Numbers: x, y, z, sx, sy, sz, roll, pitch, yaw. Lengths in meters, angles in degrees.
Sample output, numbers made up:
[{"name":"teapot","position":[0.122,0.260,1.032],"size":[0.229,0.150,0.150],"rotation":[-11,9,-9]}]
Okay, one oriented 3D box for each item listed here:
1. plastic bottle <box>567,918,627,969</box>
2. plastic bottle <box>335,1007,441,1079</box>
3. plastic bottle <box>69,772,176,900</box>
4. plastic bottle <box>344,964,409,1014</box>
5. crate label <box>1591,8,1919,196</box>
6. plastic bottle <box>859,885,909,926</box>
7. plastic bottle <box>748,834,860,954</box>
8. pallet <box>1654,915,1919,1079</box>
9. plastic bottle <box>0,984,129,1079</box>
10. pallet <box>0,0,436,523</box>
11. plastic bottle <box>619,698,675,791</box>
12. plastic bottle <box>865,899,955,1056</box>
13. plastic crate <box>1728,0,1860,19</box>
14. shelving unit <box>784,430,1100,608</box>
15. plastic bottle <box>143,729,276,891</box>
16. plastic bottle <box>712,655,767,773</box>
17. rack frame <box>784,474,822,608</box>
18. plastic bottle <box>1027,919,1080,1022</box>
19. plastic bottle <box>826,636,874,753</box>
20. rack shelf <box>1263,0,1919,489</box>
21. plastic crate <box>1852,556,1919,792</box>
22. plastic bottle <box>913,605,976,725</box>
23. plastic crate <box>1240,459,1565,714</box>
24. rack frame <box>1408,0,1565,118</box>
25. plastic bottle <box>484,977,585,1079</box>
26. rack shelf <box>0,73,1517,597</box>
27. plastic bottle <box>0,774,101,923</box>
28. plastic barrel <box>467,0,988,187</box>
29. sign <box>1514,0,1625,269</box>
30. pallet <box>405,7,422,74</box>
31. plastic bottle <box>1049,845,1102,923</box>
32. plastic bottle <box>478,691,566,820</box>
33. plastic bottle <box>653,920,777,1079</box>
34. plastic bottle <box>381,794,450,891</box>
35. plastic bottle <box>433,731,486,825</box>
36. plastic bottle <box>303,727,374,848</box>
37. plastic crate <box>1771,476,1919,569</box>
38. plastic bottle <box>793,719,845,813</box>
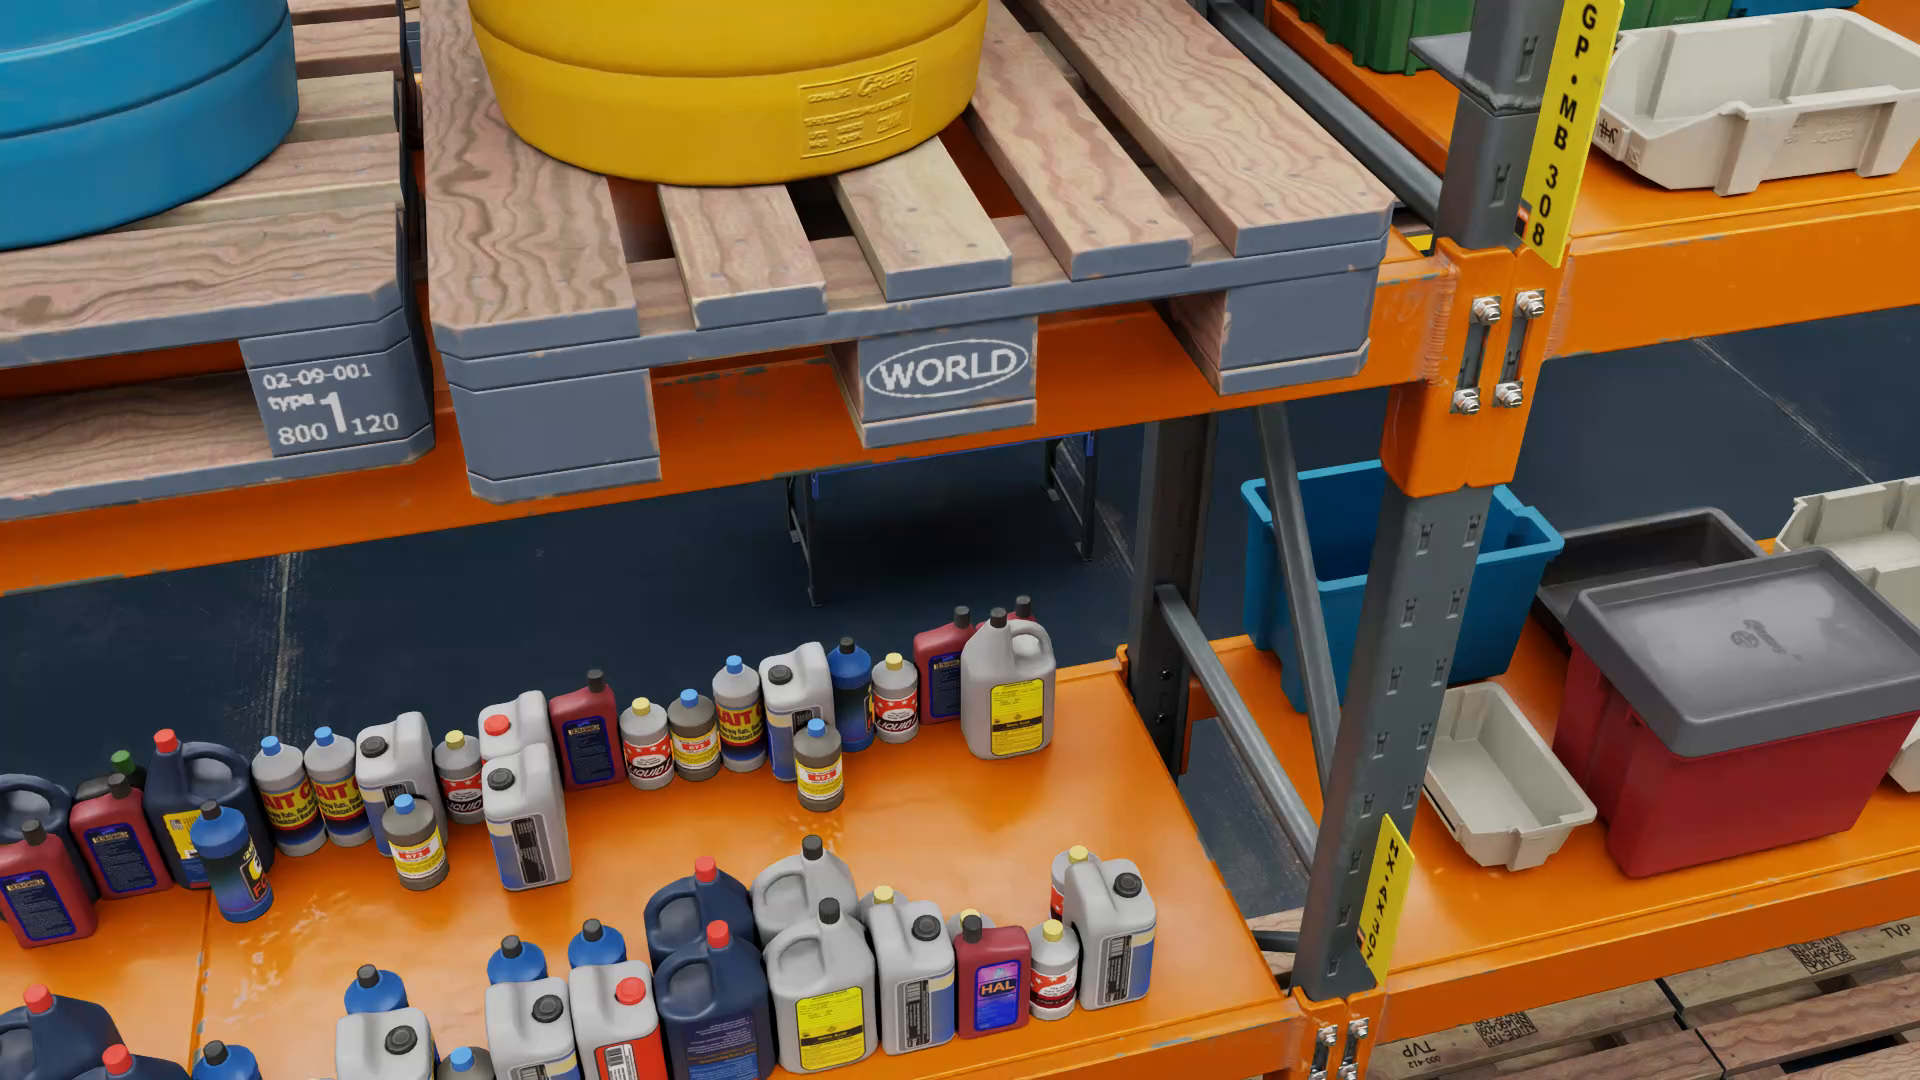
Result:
[{"name":"plastic bottle","position":[-0.623,0.760,2.894],"size":[0.097,0.271,0.097],"rotation":[0,37,0]},{"name":"plastic bottle","position":[-0.926,0.886,2.725],"size":[0.135,0.276,0.152],"rotation":[-9,38,-12]},{"name":"plastic bottle","position":[-1.592,0.559,3.147],"size":[0.133,0.283,0.061],"rotation":[-9,38,-12]},{"name":"plastic bottle","position":[-0.977,0.818,2.818],"size":[0.097,0.271,0.097],"rotation":[0,37,0]},{"name":"crate label","position":[1.111,-0.606,2.321],"size":[0.466,0.136,0.293],"rotation":[-9,38,-12]},{"name":"plastic bottle","position":[-0.136,0.707,3.020],"size":[0.097,0.201,0.097],"rotation":[0,37,0]},{"name":"plastic bottle","position":[-0.276,0.661,2.957],"size":[0.185,0.351,0.144],"rotation":[-9,38,-12]},{"name":"pallet","position":[2.443,1.162,4.558],"size":[1.213,0.211,1.003],"rotation":[-9,38,-12]},{"name":"plastic bottle","position":[-1.472,0.853,2.707],"size":[0.185,0.351,0.144],"rotation":[-9,38,-12]},{"name":"pallet","position":[-1.262,-0.365,1.944],"size":[1.213,0.211,1.003],"rotation":[-9,38,-12]},{"name":"plastic bottle","position":[-0.643,0.409,3.410],"size":[0.097,0.201,0.097],"rotation":[0,37,0]},{"name":"plastic bottle","position":[-0.086,0.748,2.905],"size":[0.135,0.276,0.152],"rotation":[-9,38,-12]},{"name":"plastic crate","position":[1.359,-1.068,2.846],"size":[0.300,0.233,0.416],"rotation":[-9,38,-12]},{"name":"shelving unit","position":[-0.082,-0.582,5.777],"size":[1.048,1.500,0.538],"rotation":[-9,38,-12]},{"name":"plastic bottle","position":[-1.444,0.496,3.174],"size":[0.185,0.351,0.144],"rotation":[-9,38,-12]},{"name":"plastic bottle","position":[-0.455,0.350,3.429],"size":[0.097,0.271,0.097],"rotation":[0,37,0]},{"name":"rack frame","position":[-0.573,-0.502,5.671],"size":[0.032,1.500,0.500],"rotation":[-9,38,-12]},{"name":"plastic bottle","position":[0.162,0.754,2.959],"size":[0.097,0.201,0.097],"rotation":[0,37,0]},{"name":"plastic bottle","position":[-0.231,0.313,3.477],"size":[0.097,0.271,0.097],"rotation":[0,37,0]},{"name":"rack shelf","position":[2.494,-0.834,2.994],"size":[4.000,0.370,1.077],"rotation":[-9,38,-12]},{"name":"plastic crate","position":[2.086,0.278,3.466],"size":[0.530,0.282,0.437],"rotation":[-9,38,-12]},{"name":"plastic bottle","position":[-0.031,0.264,3.532],"size":[0.133,0.283,0.061],"rotation":[-9,38,-12]},{"name":"plastic crate","position":[0.925,0.097,3.618],"size":[0.575,0.384,0.392],"rotation":[-9,38,-12]},{"name":"rack frame","position":[0.563,-1.994,1.450],"size":[0.127,3.000,1.000],"rotation":[-9,38,-12]},{"name":"plastic bottle","position":[-0.702,0.849,2.773],"size":[0.135,0.276,0.152],"rotation":[-9,38,-12]},{"name":"rack shelf","position":[-1.367,-0.200,2.166],"size":[4.000,0.370,1.077],"rotation":[-9,38,-12]},{"name":"plastic bottle","position":[-1.751,0.546,3.108],"size":[0.185,0.351,0.144],"rotation":[-9,38,-12]},{"name":"plastic barrel","position":[-0.265,-0.780,1.832],"size":[0.600,0.588,0.600],"rotation":[0,37,0]},{"name":"sign","position":[0.705,-0.483,1.937],"size":[0.005,0.325,0.100],"rotation":[-9,38,-12]},{"name":"pallet","position":[-2.710,-2.118,6.708],"size":[1.213,0.211,1.003],"rotation":[-9,38,-12]},{"name":"plastic bottle","position":[0.217,0.650,3.096],"size":[0.097,0.201,0.097],"rotation":[0,37,0]},{"name":"plastic bottle","position":[-0.877,0.435,3.315],"size":[0.135,0.276,0.152],"rotation":[-9,38,-12]},{"name":"plastic bottle","position":[-0.417,0.775,2.808],"size":[0.185,0.351,0.144],"rotation":[-9,38,-12]},{"name":"plastic bottle","position":[-1.050,0.571,3.198],"size":[0.097,0.201,0.097],"rotation":[0,37,0]},{"name":"plastic bottle","position":[-0.996,0.467,3.335],"size":[0.097,0.201,0.097],"rotation":[0,37,0]},{"name":"plastic bottle","position":[-1.220,0.476,3.265],"size":[0.097,0.271,0.097],"rotation":[0,37,0]},{"name":"plastic crate","position":[2.166,0.018,3.926],"size":[0.466,0.136,0.293],"rotation":[-9,38,-12]},{"name":"plastic bottle","position":[-0.286,0.446,3.362],"size":[0.097,0.201,0.097],"rotation":[0,37,0]}]
